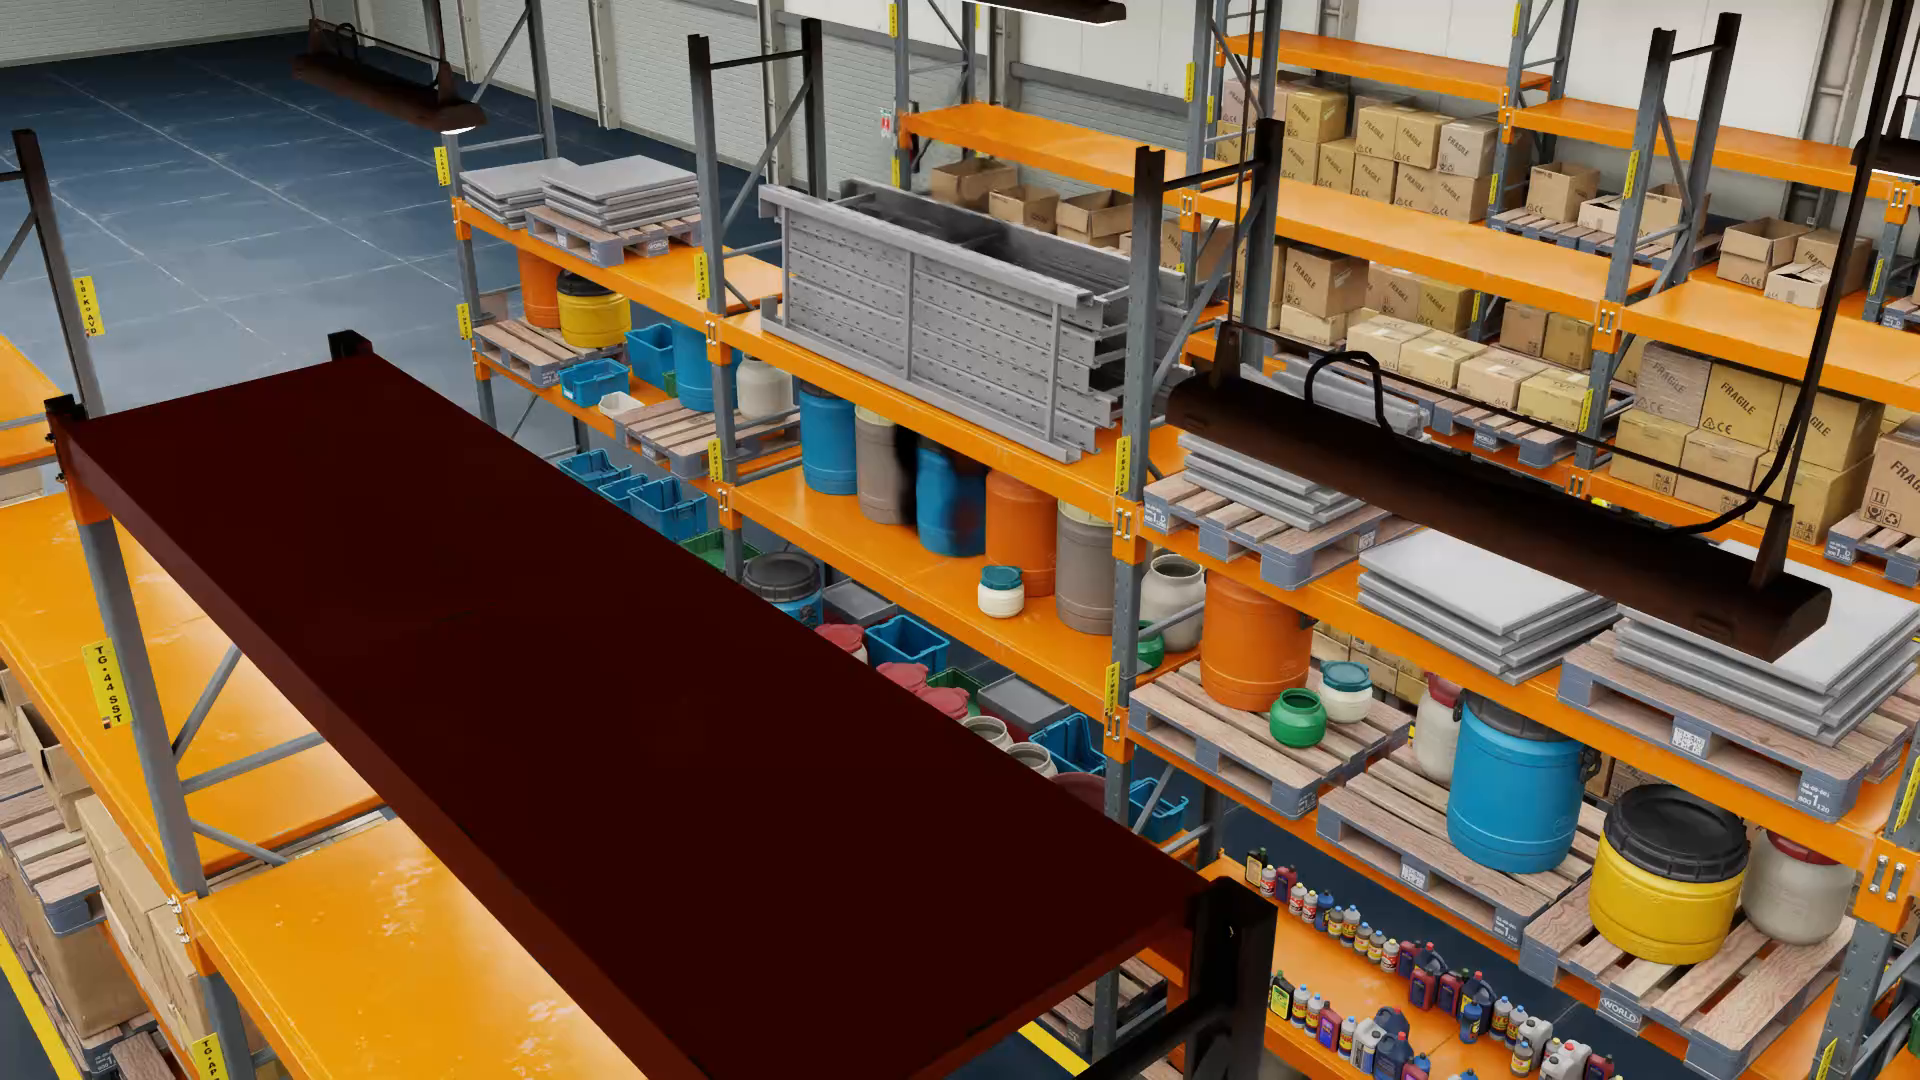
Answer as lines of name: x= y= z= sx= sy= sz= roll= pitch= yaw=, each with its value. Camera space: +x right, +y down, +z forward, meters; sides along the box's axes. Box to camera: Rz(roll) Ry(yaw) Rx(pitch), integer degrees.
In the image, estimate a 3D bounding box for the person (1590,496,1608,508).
person: x=5.675 y=0.185 z=15.283 sx=0.707 sy=1.753 sz=0.884 roll=-22 pitch=34 yaw=-36
